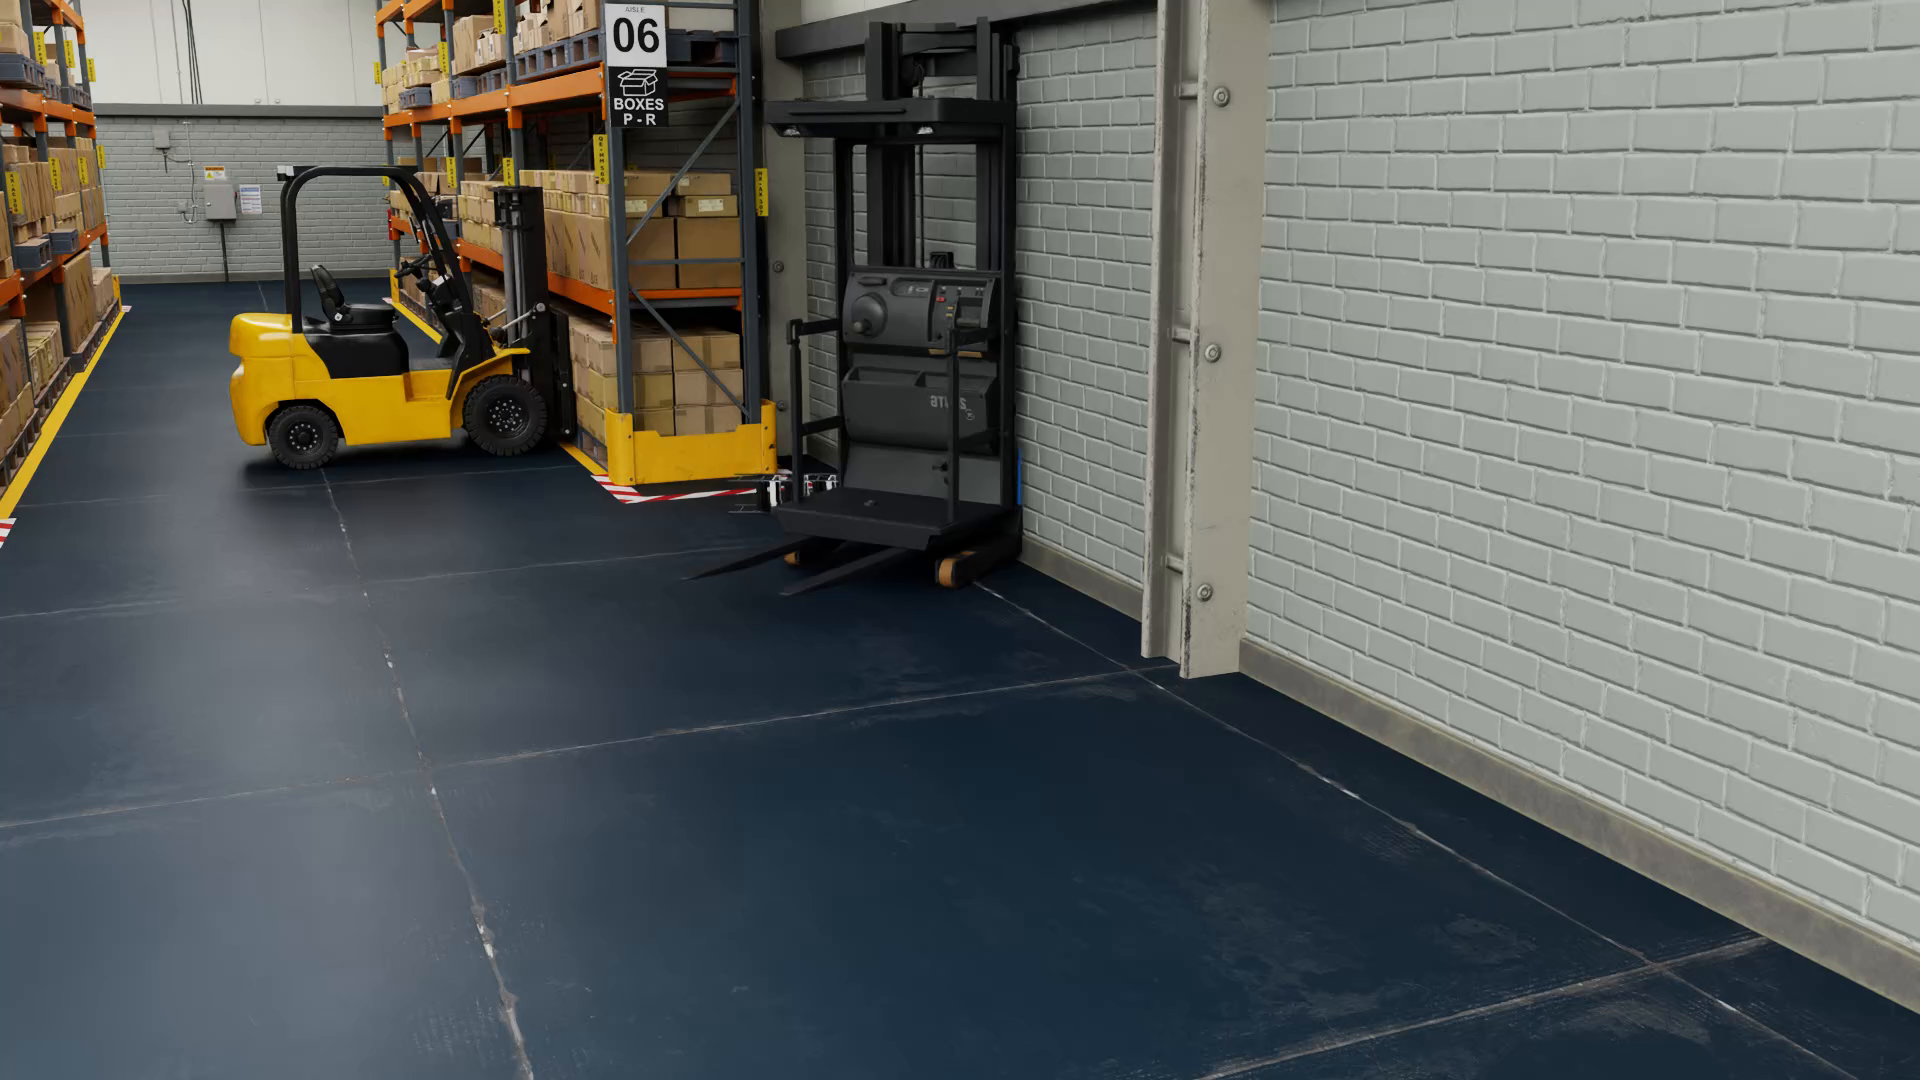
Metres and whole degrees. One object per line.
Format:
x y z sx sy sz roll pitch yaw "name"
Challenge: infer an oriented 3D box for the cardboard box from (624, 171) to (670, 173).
-2.546 -2.899 13.425 0.380 0.149 0.250 -5 14 -21 "cardboard box"

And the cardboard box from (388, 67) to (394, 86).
-7.966 -6.683 24.006 0.500 0.250 0.500 -6 14 -24 "cardboard box"

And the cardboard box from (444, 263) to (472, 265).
-6.517 -3.506 21.541 0.380 0.149 0.250 -6 15 -26 "cardboard box"

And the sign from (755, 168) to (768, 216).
-1.394 -2.434 11.638 0.100 0.325 0.005 -6 14 -23 "sign"

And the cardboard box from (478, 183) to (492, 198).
-4.725 -3.584 17.043 0.380 0.149 0.250 -5 14 -22 "cardboard box"

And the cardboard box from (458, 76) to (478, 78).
-5.472 -5.212 18.531 0.380 0.149 0.250 -5 14 -22 "cardboard box"

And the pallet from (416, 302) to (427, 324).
-6.986 -3.187 23.173 1.003 0.211 1.213 -6 14 -23 "pallet"

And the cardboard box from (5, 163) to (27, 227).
-7.979 -2.823 13.602 0.500 0.500 0.500 -5 14 -22 "cardboard box"

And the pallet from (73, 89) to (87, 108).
-12.061 -5.795 21.799 1.003 0.211 1.213 -6 14 -23 "pallet"

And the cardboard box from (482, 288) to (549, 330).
-4.603 -2.361 17.753 0.875 0.625 0.625 -5 14 -21 "cardboard box"

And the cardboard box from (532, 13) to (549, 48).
-3.191 -4.066 13.279 0.396 0.266 0.258 -6 14 -24 "cardboard box"

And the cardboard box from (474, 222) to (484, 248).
-4.746 -3.181 17.292 0.500 0.250 0.500 -6 14 -25 "cardboard box"

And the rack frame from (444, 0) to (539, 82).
-5.110 -6.500 17.998 1.000 3.000 0.127 -6 14 -23 "rack frame"

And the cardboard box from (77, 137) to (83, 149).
-11.529 -5.110 21.419 0.380 0.149 0.250 -6 14 -25 "cardboard box"

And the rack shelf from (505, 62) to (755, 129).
-2.706 -3.449 13.062 1.077 0.370 4.000 -6 14 -23 "rack shelf"

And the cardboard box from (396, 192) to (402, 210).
-7.971 -4.976 24.388 0.500 0.250 0.500 -6 14 -24 "cardboard box"

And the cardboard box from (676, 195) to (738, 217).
-1.803 -2.383 11.853 0.380 0.149 0.250 -6 14 -24 "cardboard box"

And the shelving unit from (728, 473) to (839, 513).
-1.022 -0.303 10.696 0.900 0.210 0.258 0 13 2 "shelving unit"

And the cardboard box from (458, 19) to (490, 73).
-4.749 -5.074 17.114 0.700 0.500 0.500 -6 14 -24 "cardboard box"

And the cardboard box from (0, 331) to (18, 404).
-7.160 -1.224 12.010 0.500 0.500 0.500 -5 14 -20 "cardboard box"

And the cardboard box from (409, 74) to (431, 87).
-6.670 -5.738 20.763 0.380 0.149 0.250 -5 14 -22 "cardboard box"

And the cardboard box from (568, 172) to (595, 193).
-2.736 -2.691 12.525 0.380 0.149 0.250 -5 14 -22 "cardboard box"

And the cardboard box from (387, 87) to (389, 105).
-8.164 -6.544 24.513 0.500 0.250 0.500 -5 14 -22 "cardboard box"

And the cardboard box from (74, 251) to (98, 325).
-10.937 -3.003 19.975 0.875 0.875 0.875 -5 14 -21 "cardboard box"

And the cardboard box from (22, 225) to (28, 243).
-8.078 -2.579 13.988 0.380 0.149 0.250 -5 14 -22 "cardboard box"

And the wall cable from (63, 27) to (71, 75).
-15.397 -8.854 28.167 0.463 3.000 0.029 -6 14 -23 "wall cable"

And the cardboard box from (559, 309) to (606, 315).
-3.196 -1.767 13.800 0.500 0.250 0.500 -5 14 -21 "cardboard box"

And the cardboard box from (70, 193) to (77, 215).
-10.439 -3.847 19.064 0.500 0.250 0.500 -5 14 -22 "cardboard box"

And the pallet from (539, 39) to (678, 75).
-2.657 -3.744 12.937 1.003 0.211 1.213 -6 14 -23 "pallet"

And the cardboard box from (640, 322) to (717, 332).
-2.127 -1.496 12.631 0.500 0.250 0.500 -6 14 -23 "cardboard box"

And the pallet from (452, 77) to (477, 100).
-4.756 -4.815 17.787 1.213 0.211 1.003 -5 14 -20 "pallet"

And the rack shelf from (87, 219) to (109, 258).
-12.060 -4.018 22.171 1.077 0.370 4.000 -6 14 -23 "rack shelf"

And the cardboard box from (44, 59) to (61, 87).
-10.713 -5.414 19.225 0.500 0.311 0.500 -6 14 -23 "cardboard box"

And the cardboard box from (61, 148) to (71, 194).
-10.229 -4.103 18.505 0.500 0.500 0.500 -5 14 -22 "cardboard box"

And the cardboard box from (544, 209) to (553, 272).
-3.141 -2.474 13.685 0.500 0.500 0.500 -6 14 -24 "cardboard box"

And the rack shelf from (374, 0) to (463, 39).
-7.513 -7.388 23.436 1.077 0.370 4.000 -6 14 -23 "rack shelf"

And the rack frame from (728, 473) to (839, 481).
-1.023 -0.402 10.673 0.900 0.006 0.240 0 13 2 "rack frame"

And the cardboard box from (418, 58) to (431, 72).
-6.323 -5.727 20.054 0.380 0.149 0.250 -6 14 -23 "cardboard box"

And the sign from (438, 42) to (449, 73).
-5.608 -5.242 18.068 0.100 0.325 0.005 -6 14 -23 "sign"

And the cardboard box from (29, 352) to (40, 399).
-8.266 -1.334 13.880 0.950 0.372 0.625 -5 14 -22 "cardboard box"

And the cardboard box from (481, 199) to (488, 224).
-4.535 -3.318 16.776 0.500 0.250 0.500 -5 14 -22 "cardboard box"

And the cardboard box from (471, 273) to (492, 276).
-5.742 -3.071 19.662 0.380 0.149 0.250 -6 14 -25 "cardboard box"

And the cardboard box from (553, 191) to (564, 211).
-3.019 -2.705 13.244 0.380 0.149 0.250 -6 14 -24 "cardboard box"

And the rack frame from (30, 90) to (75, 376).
-9.656 -3.128 16.734 1.000 3.000 0.127 -6 14 -23 "rack frame"

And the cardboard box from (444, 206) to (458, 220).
-5.724 -3.761 19.092 0.380 0.149 0.250 -5 14 -22 "cardboard box"

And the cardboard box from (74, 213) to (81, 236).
-10.645 -3.706 19.565 0.500 0.250 0.500 -6 14 -24 "cardboard box"

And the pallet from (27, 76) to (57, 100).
-9.963 -4.626 16.971 1.213 0.211 1.003 -5 14 -20 "pallet"

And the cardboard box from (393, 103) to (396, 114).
-7.874 -6.157 23.725 0.380 0.149 0.250 -6 14 -23 "cardboard box"

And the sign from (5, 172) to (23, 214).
-7.560 -2.774 13.285 0.100 0.325 0.005 -6 14 -23 "sign"

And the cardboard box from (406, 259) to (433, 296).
-7.849 -3.902 24.689 0.700 0.500 0.500 -5 14 -21 "cardboard box"

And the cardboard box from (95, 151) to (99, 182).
-12.449 -5.239 23.414 0.500 0.500 0.500 -5 14 -21 "cardboard box"

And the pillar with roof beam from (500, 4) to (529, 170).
-10.109 -7.163 20.862 9.100 9.000 0.400 -6 14 -23 "pillar with roof beam"

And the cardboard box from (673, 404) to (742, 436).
-1.922 -0.909 12.311 0.500 0.250 0.500 -6 14 -23 "cardboard box"

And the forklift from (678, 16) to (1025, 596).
-0.334 -1.287 8.932 1.130 2.935 3.031 7 15 29 "forklift"
